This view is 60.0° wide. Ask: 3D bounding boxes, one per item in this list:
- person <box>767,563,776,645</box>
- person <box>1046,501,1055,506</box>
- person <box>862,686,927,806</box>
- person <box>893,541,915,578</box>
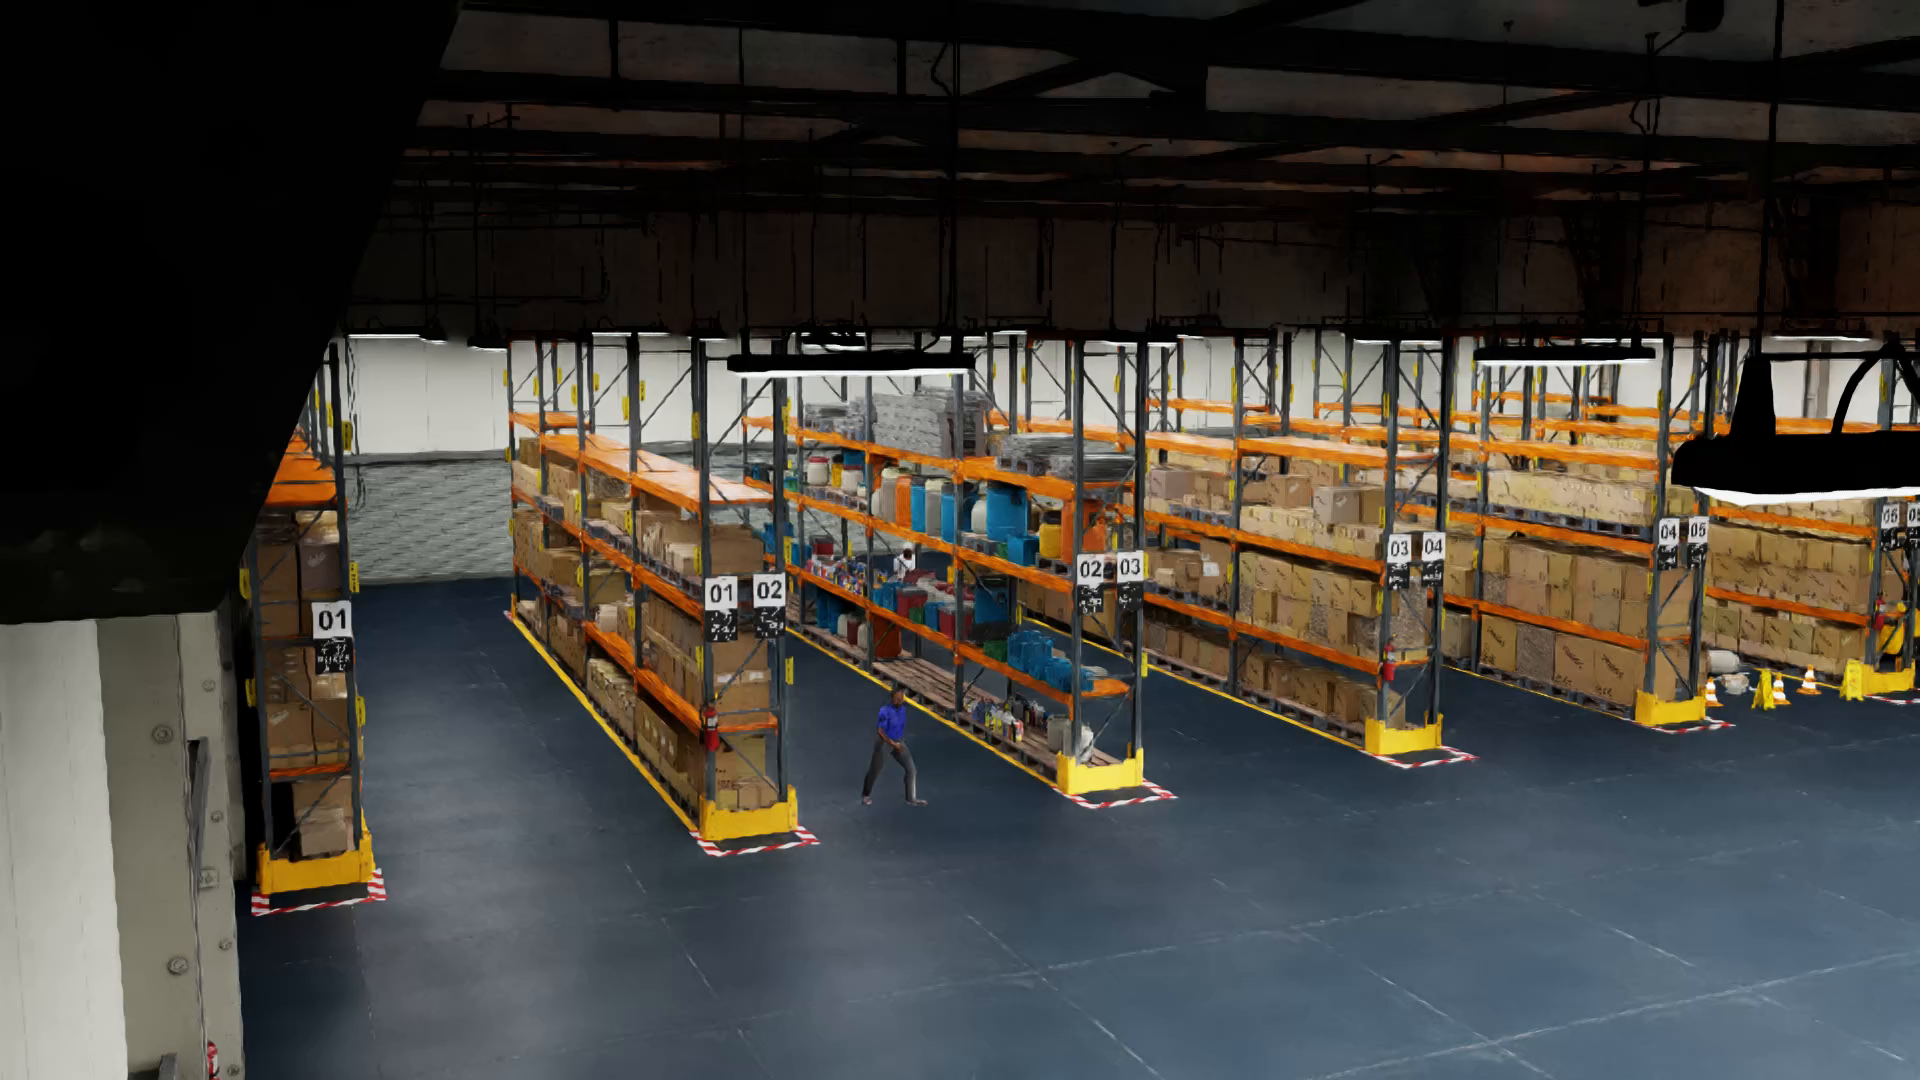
[{"bbox_3d":[-3.625,1.220,31.786,0.580,1.619,0.507,-4,9,-24],"label":"person"},{"bbox_3d":[2.264,-0.208,42.175,0.495,1.587,1.086,-3,8,-20],"label":"person"},{"bbox_3d":[-0.885,2.635,21.415,0.622,1.591,0.822,-6,10,-39],"label":"person"},{"bbox_3d":[-1.090,0.863,34.006,0.577,1.691,1.121,-3,8,-20],"label":"person"}]
